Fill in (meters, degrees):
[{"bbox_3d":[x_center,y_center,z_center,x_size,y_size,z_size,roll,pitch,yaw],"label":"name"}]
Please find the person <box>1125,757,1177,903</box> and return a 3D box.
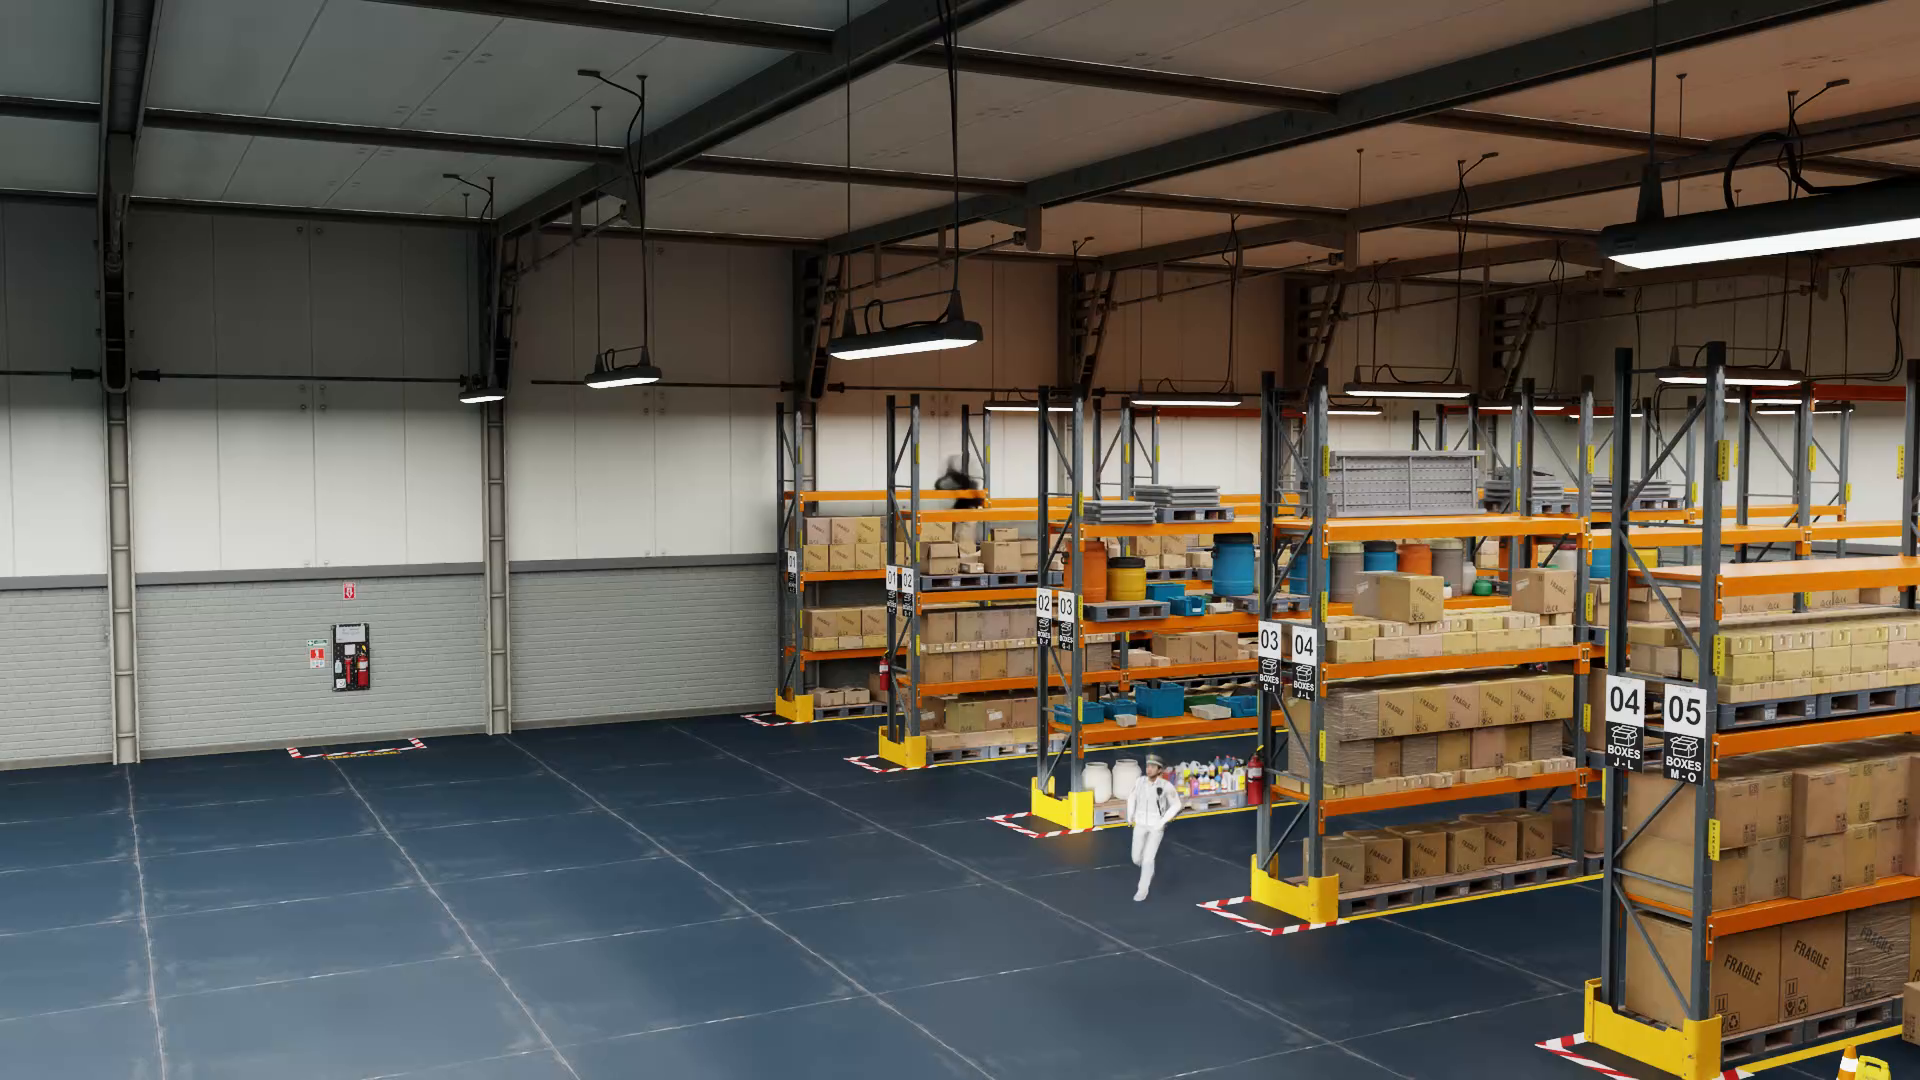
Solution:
[{"bbox_3d":[2.149,3.273,18.778,0.641,1.692,0.604,2,4,28],"label":"person"}]
